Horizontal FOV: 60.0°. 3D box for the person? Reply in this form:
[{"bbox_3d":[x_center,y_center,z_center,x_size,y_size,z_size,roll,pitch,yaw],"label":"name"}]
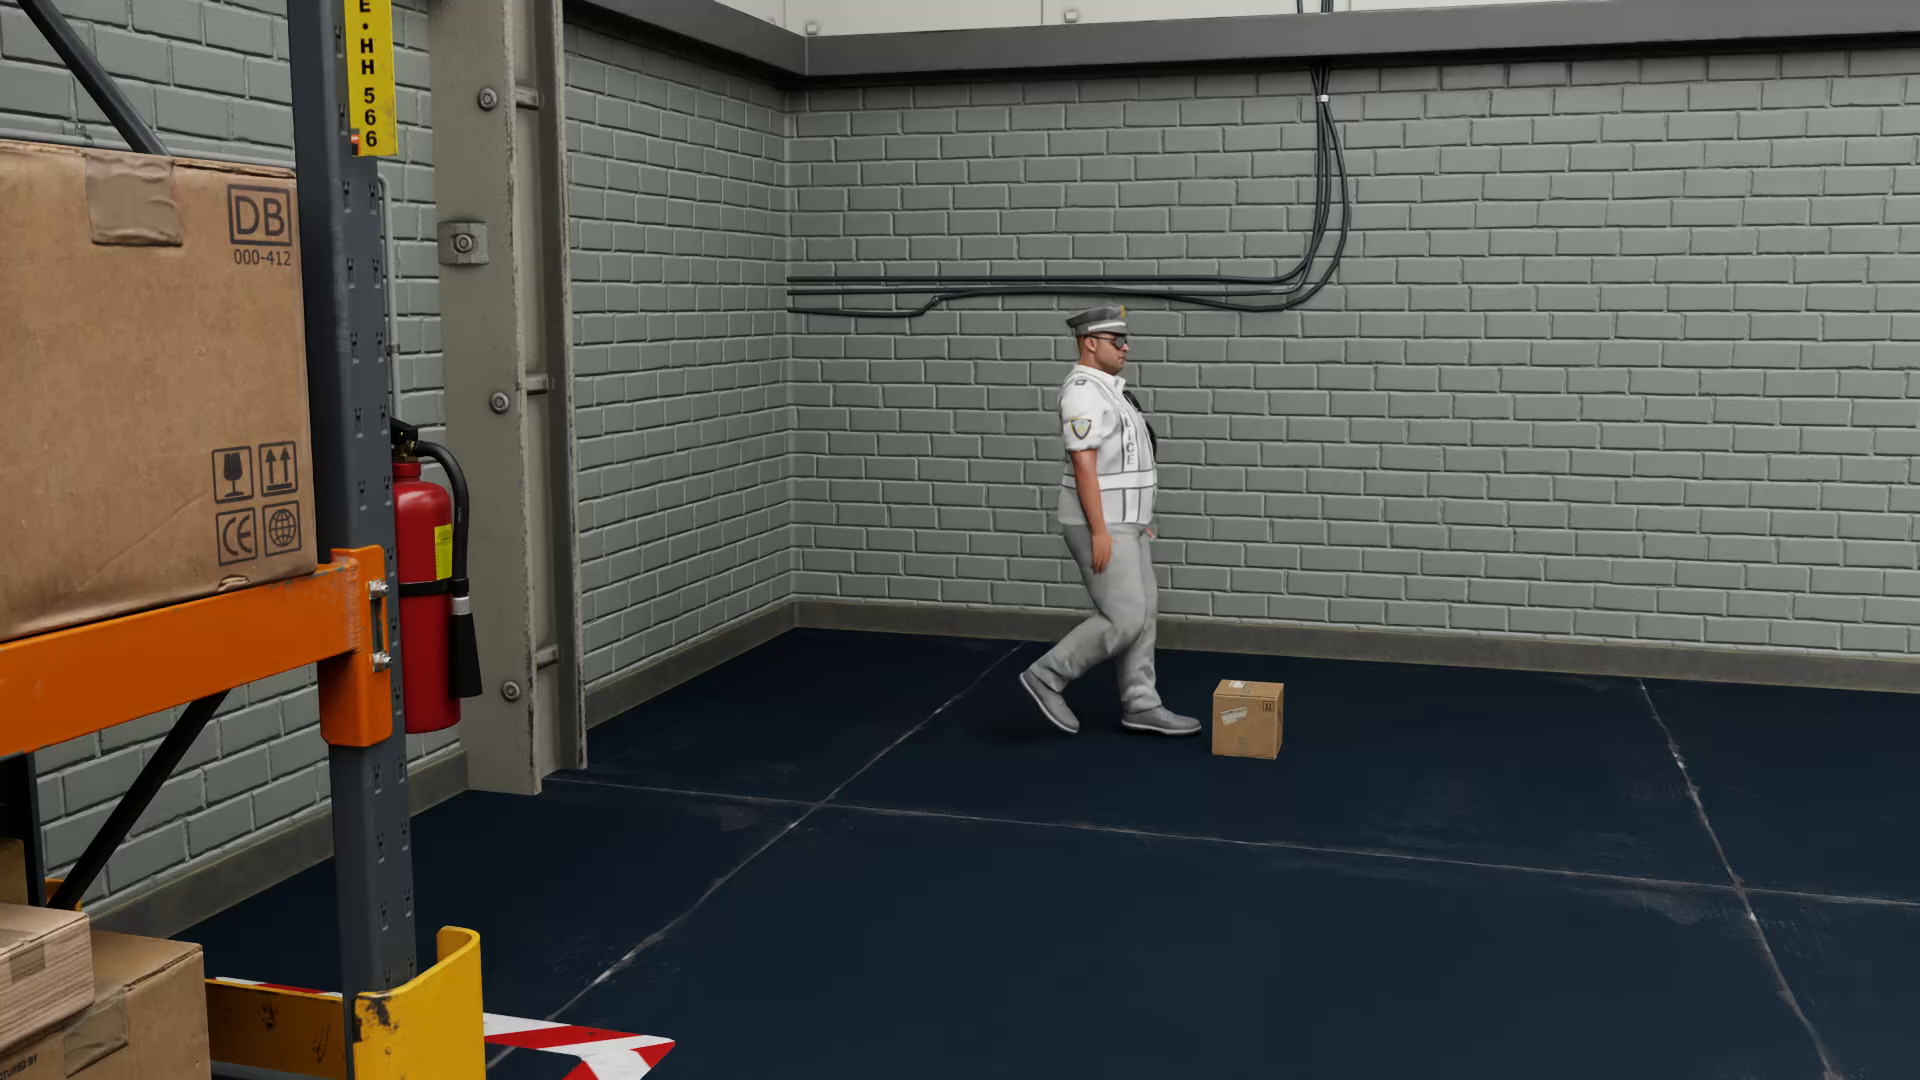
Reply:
[{"bbox_3d":[0.616,-0.069,6.696,0.718,1.750,0.559,2,9,15],"label":"person"}]
